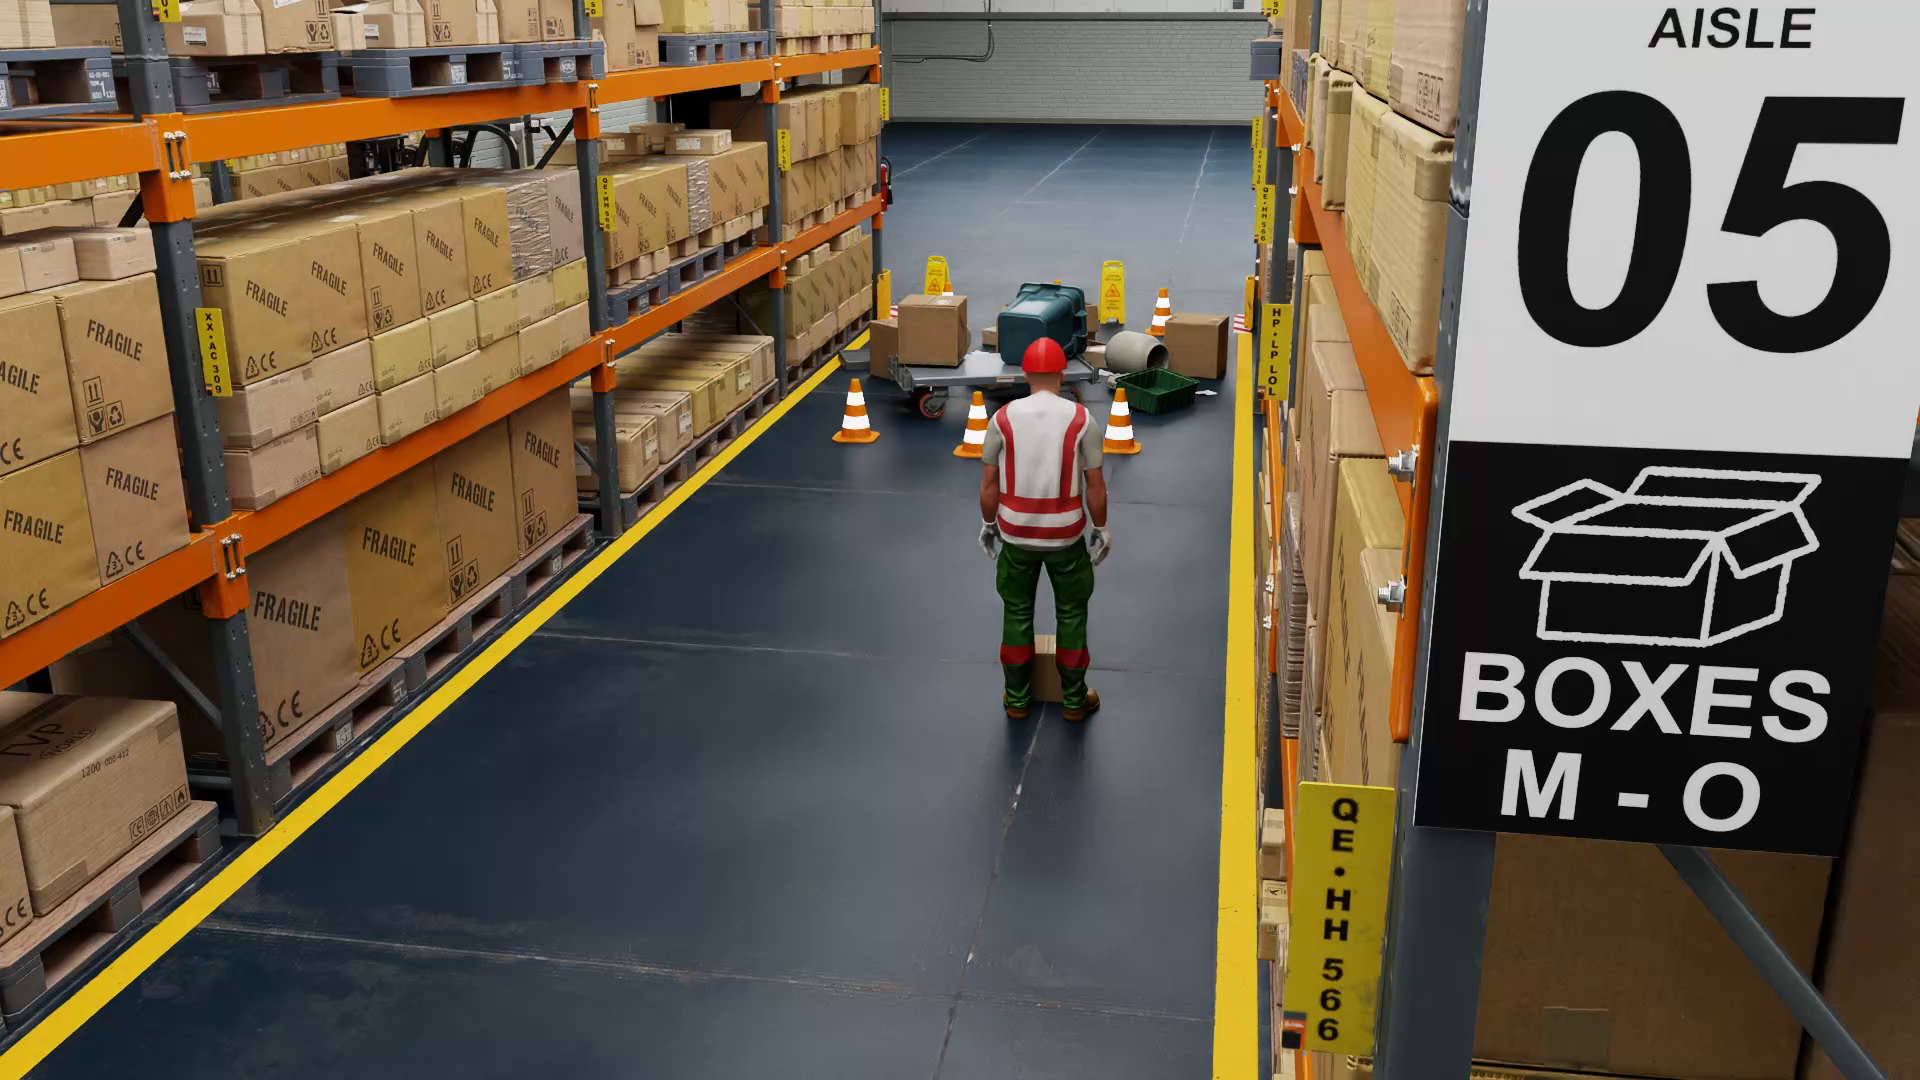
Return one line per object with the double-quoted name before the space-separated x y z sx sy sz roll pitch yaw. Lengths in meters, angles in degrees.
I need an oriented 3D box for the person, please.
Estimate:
"person" 0.389 -0.035 7.637 0.610 1.779 0.448 3 18 10
